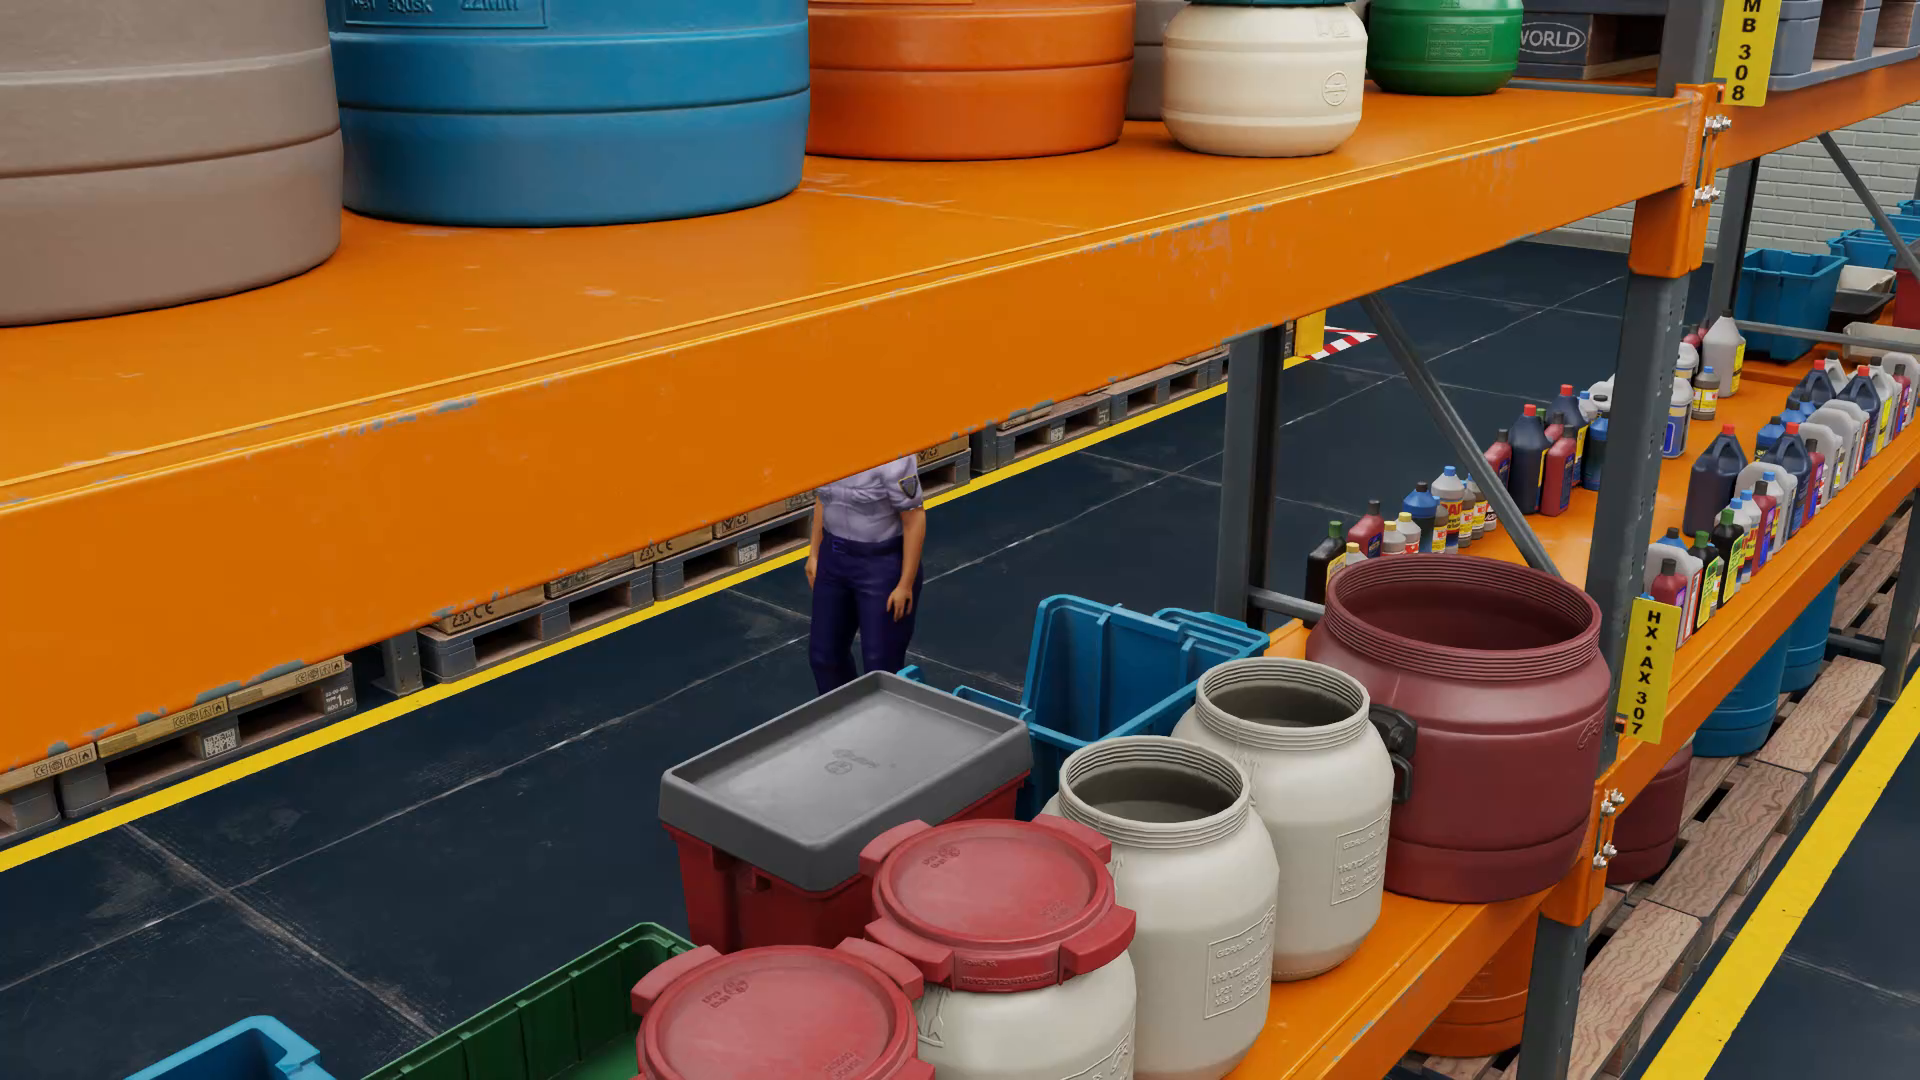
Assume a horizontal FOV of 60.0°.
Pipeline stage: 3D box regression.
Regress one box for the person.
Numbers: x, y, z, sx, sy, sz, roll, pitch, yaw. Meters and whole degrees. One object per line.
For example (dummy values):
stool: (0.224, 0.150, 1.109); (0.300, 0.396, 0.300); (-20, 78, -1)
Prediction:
person: (-0.366, 0.125, 6.249); (0.537, 1.651, 0.372); (15, 25, 36)
